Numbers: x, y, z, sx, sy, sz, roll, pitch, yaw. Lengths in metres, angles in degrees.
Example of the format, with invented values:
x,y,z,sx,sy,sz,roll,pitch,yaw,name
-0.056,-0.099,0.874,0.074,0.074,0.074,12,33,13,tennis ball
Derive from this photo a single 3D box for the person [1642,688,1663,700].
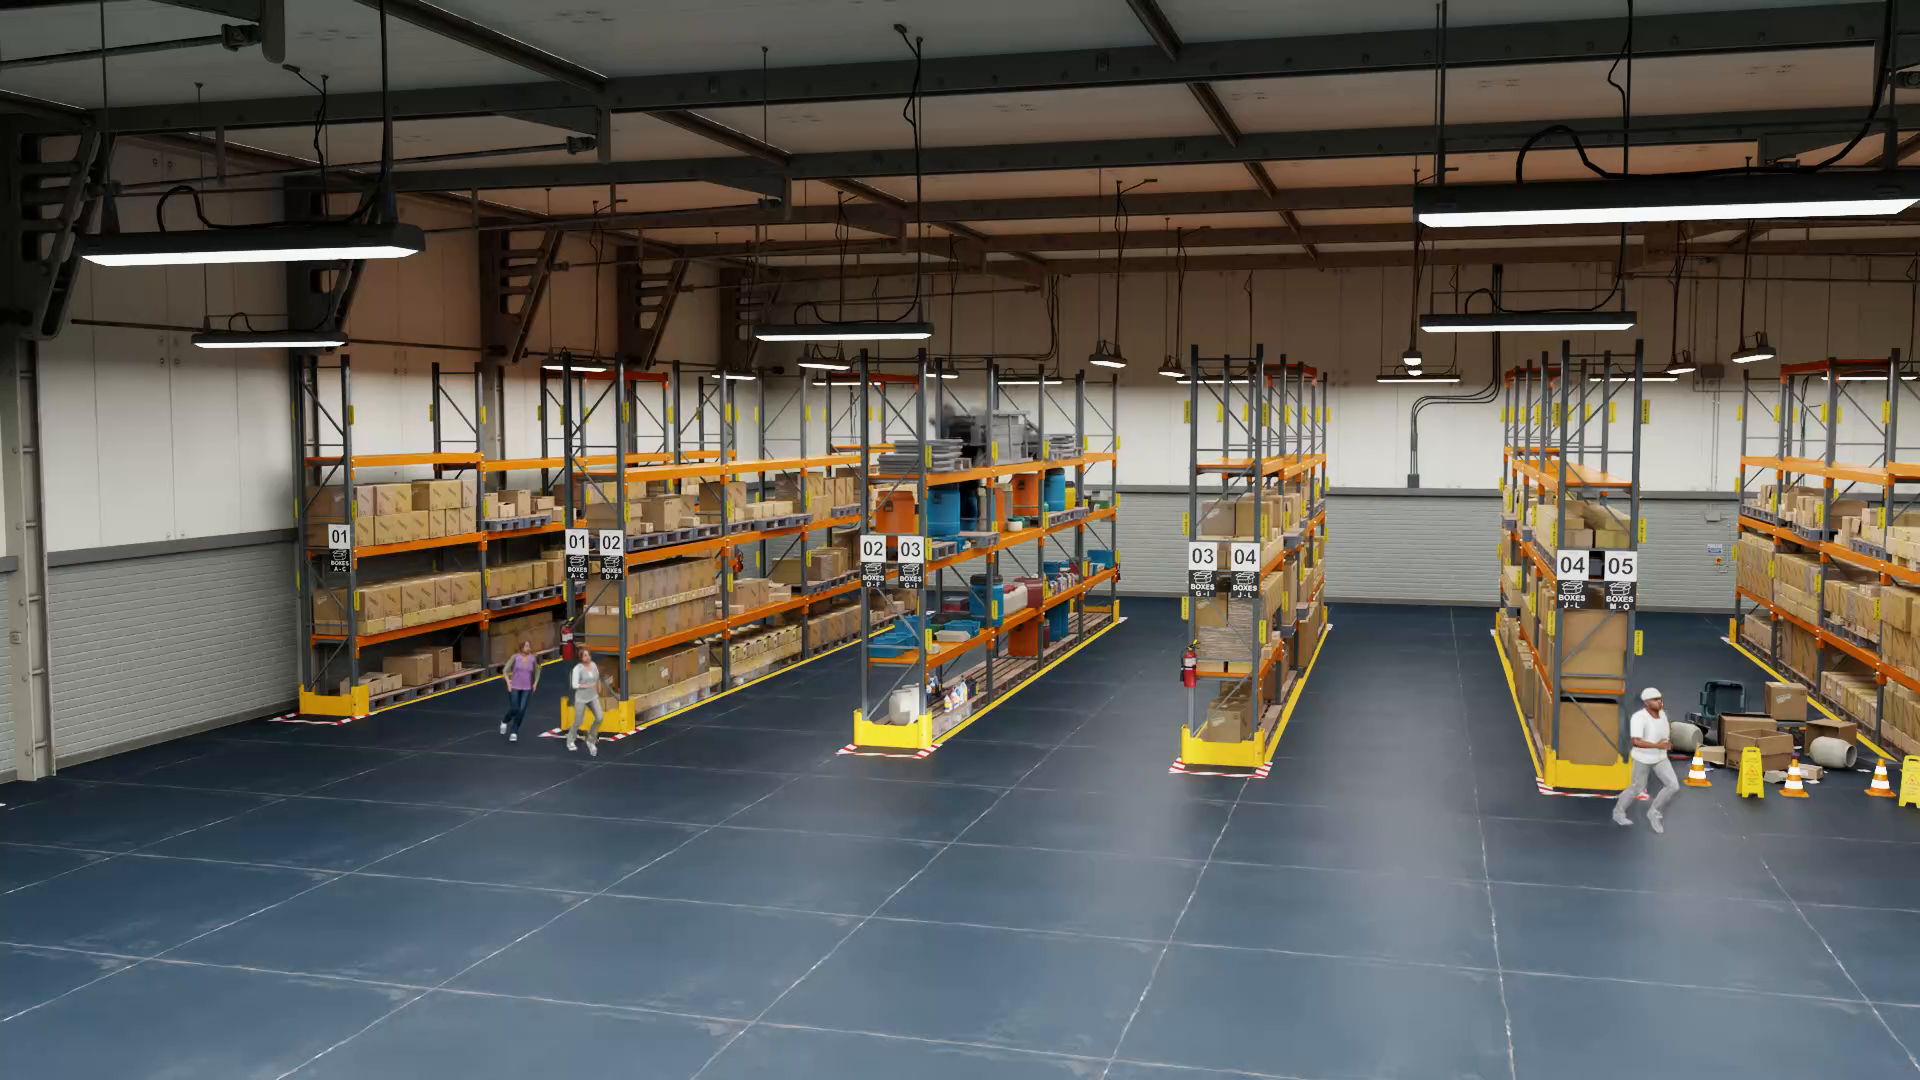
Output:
x,y,z,sx,sy,sz,roll,pitch,yaw,name
8.237,1.839,19.757,0.211,0.167,0.288,-2,5,-23,person

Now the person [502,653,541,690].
x,y,z,sx,sy,sz,roll,pitch,yaw,name
-6.754,2.043,25.681,0.565,0.590,0.309,-2,5,-29,person

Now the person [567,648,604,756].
x,y,z,sx,sy,sz,roll,pitch,yaw,name
-5.485,2.371,24.449,0.549,1.592,0.814,-3,5,-38,person
